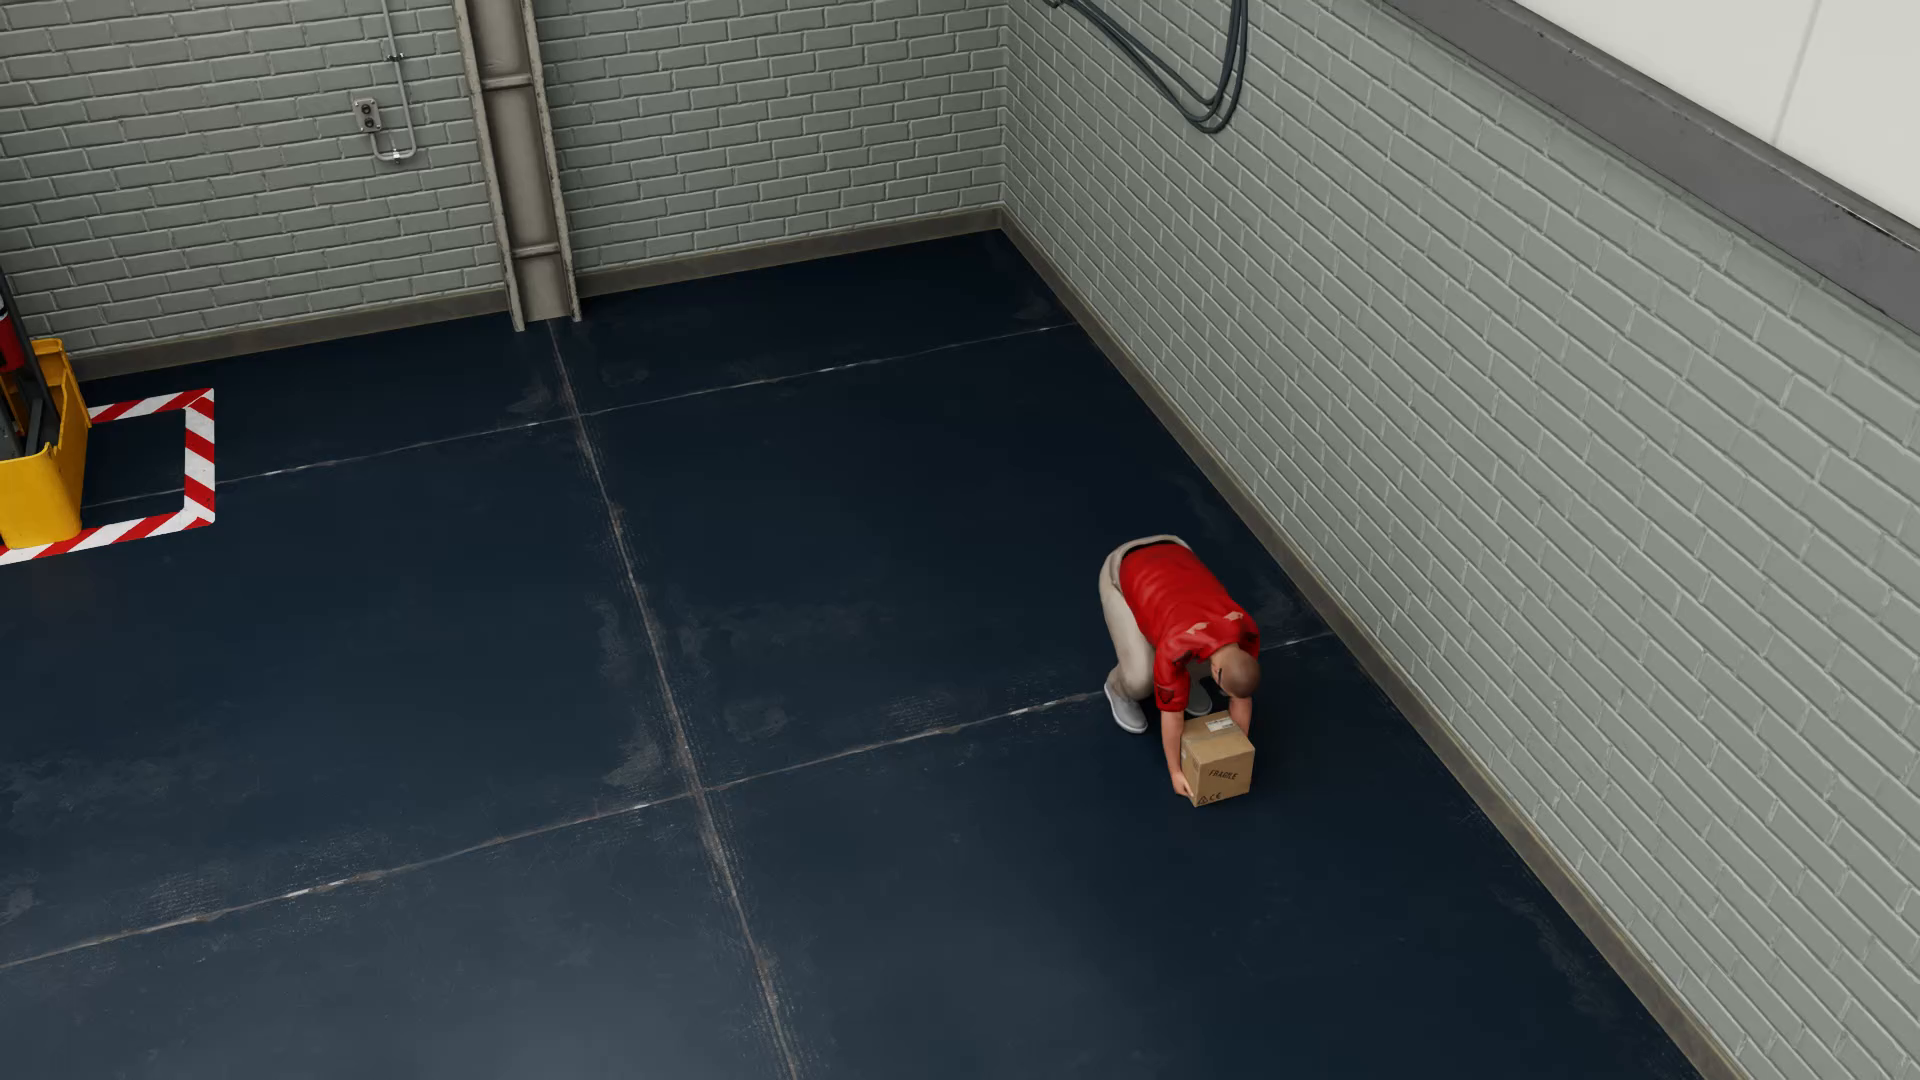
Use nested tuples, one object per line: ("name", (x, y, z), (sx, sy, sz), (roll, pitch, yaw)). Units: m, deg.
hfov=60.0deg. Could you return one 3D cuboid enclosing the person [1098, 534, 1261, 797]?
("person", (0.932, 0.505, 6.905), (0.540, 0.836, 0.923), (-14, 40, -17))
